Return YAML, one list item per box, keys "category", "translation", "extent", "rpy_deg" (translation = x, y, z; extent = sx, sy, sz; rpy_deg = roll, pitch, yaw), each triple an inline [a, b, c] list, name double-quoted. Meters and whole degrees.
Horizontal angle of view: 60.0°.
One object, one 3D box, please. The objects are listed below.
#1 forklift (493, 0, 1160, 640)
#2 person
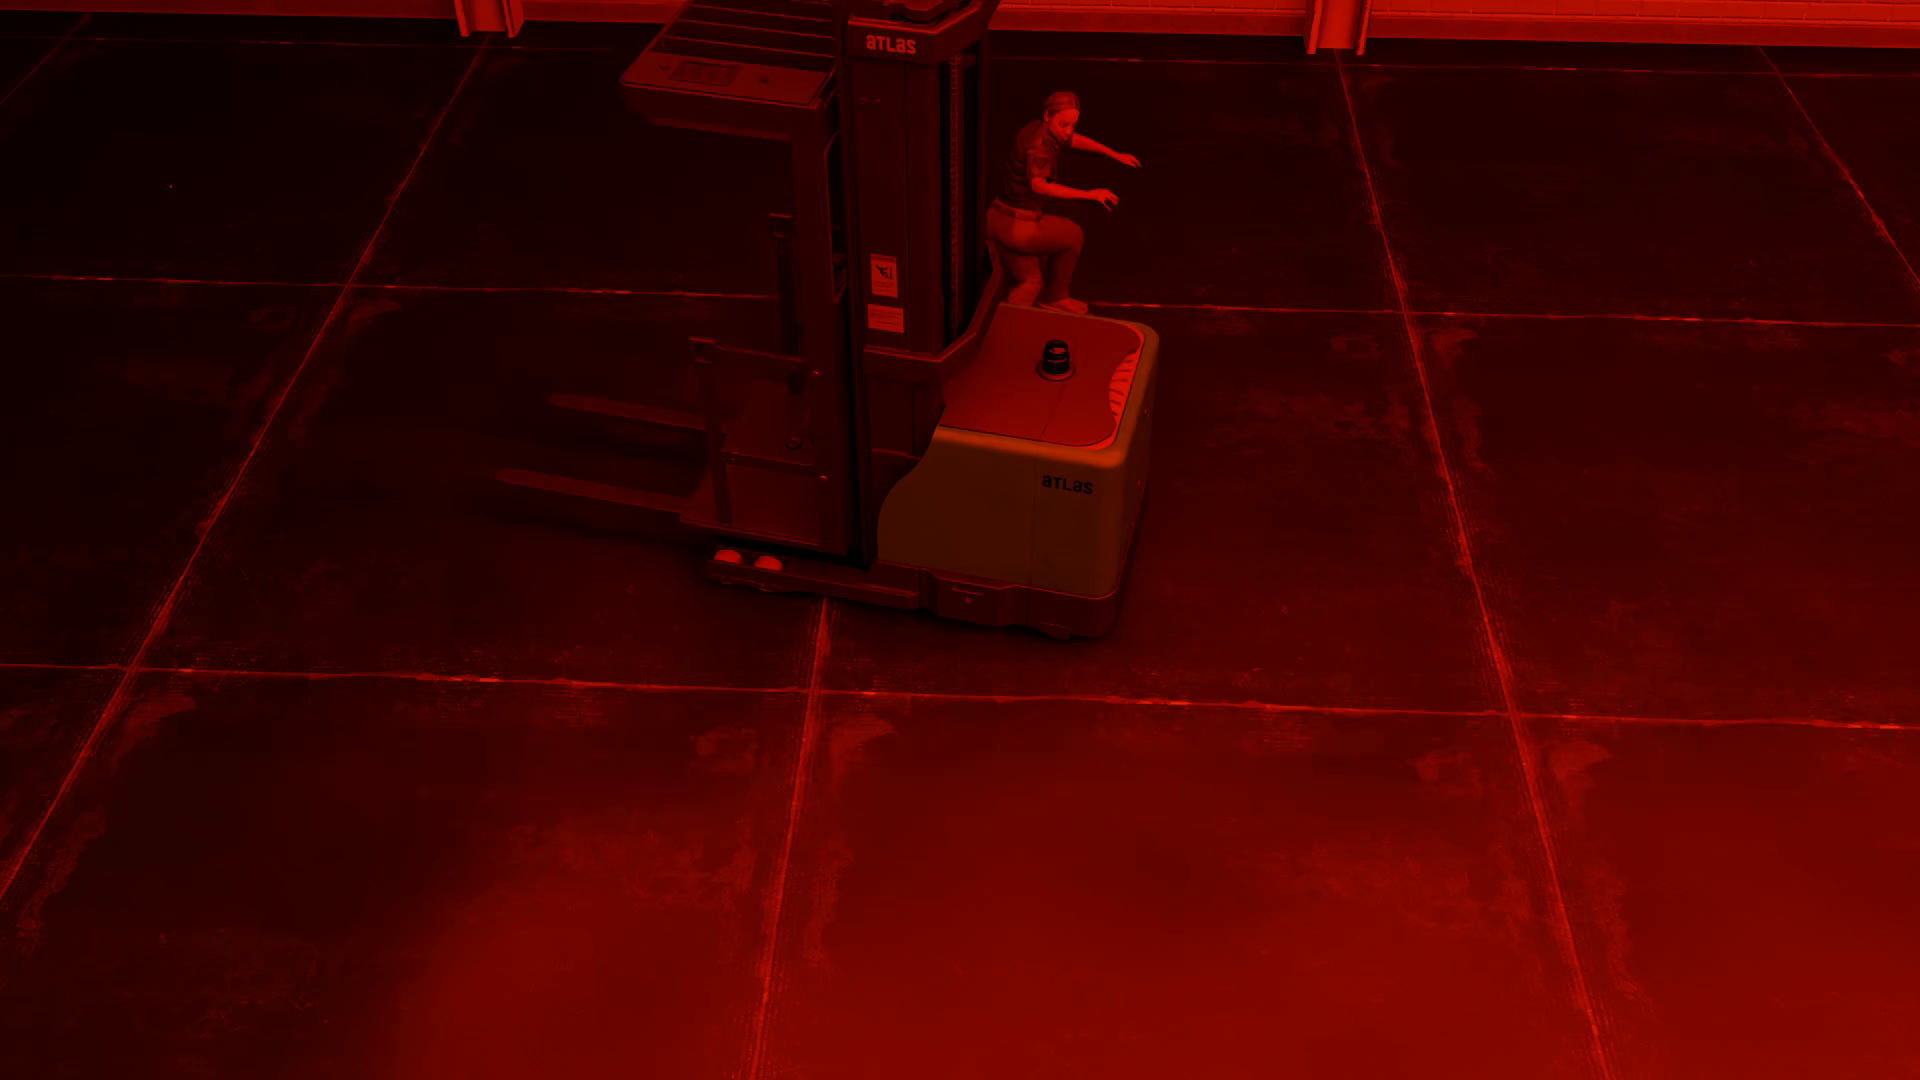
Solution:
- category: "forklift"
  translation: [-0.675, -1.179, 7.033]
  extent: [3.031, 2.935, 1.130]
  rpy_deg: [10, 43, 11]
- category: "person"
  translation: [0.593, -1.659, 8.704]
  extent: [1.088, 1.406, 0.795]
  rpy_deg: [-23, 47, -23]
